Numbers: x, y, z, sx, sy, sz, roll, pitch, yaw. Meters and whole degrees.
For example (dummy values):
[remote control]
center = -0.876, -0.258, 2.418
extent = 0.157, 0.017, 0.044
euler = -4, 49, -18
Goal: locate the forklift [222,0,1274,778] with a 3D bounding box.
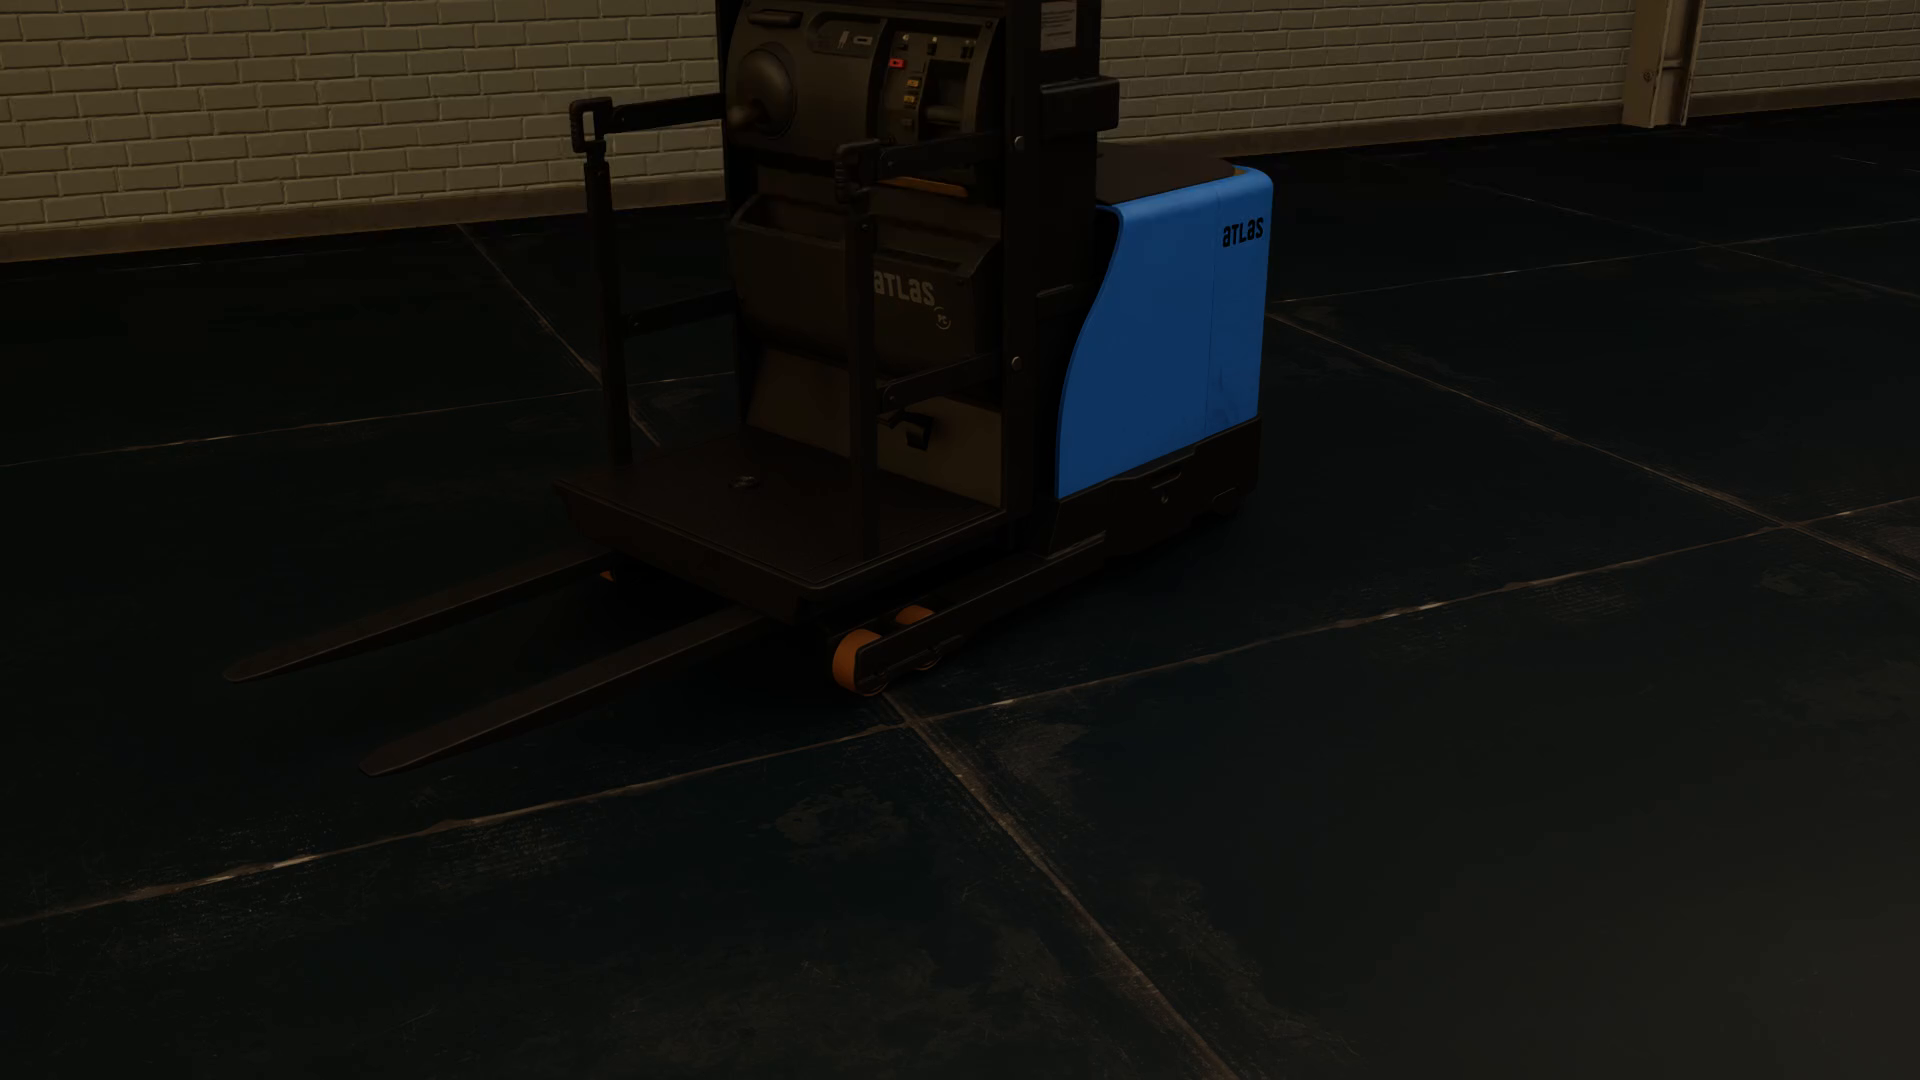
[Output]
[forklift]
center = -0.413, -1.182, 4.131
extent = 1.130, 2.935, 3.031
euler = 19, 29, 39
